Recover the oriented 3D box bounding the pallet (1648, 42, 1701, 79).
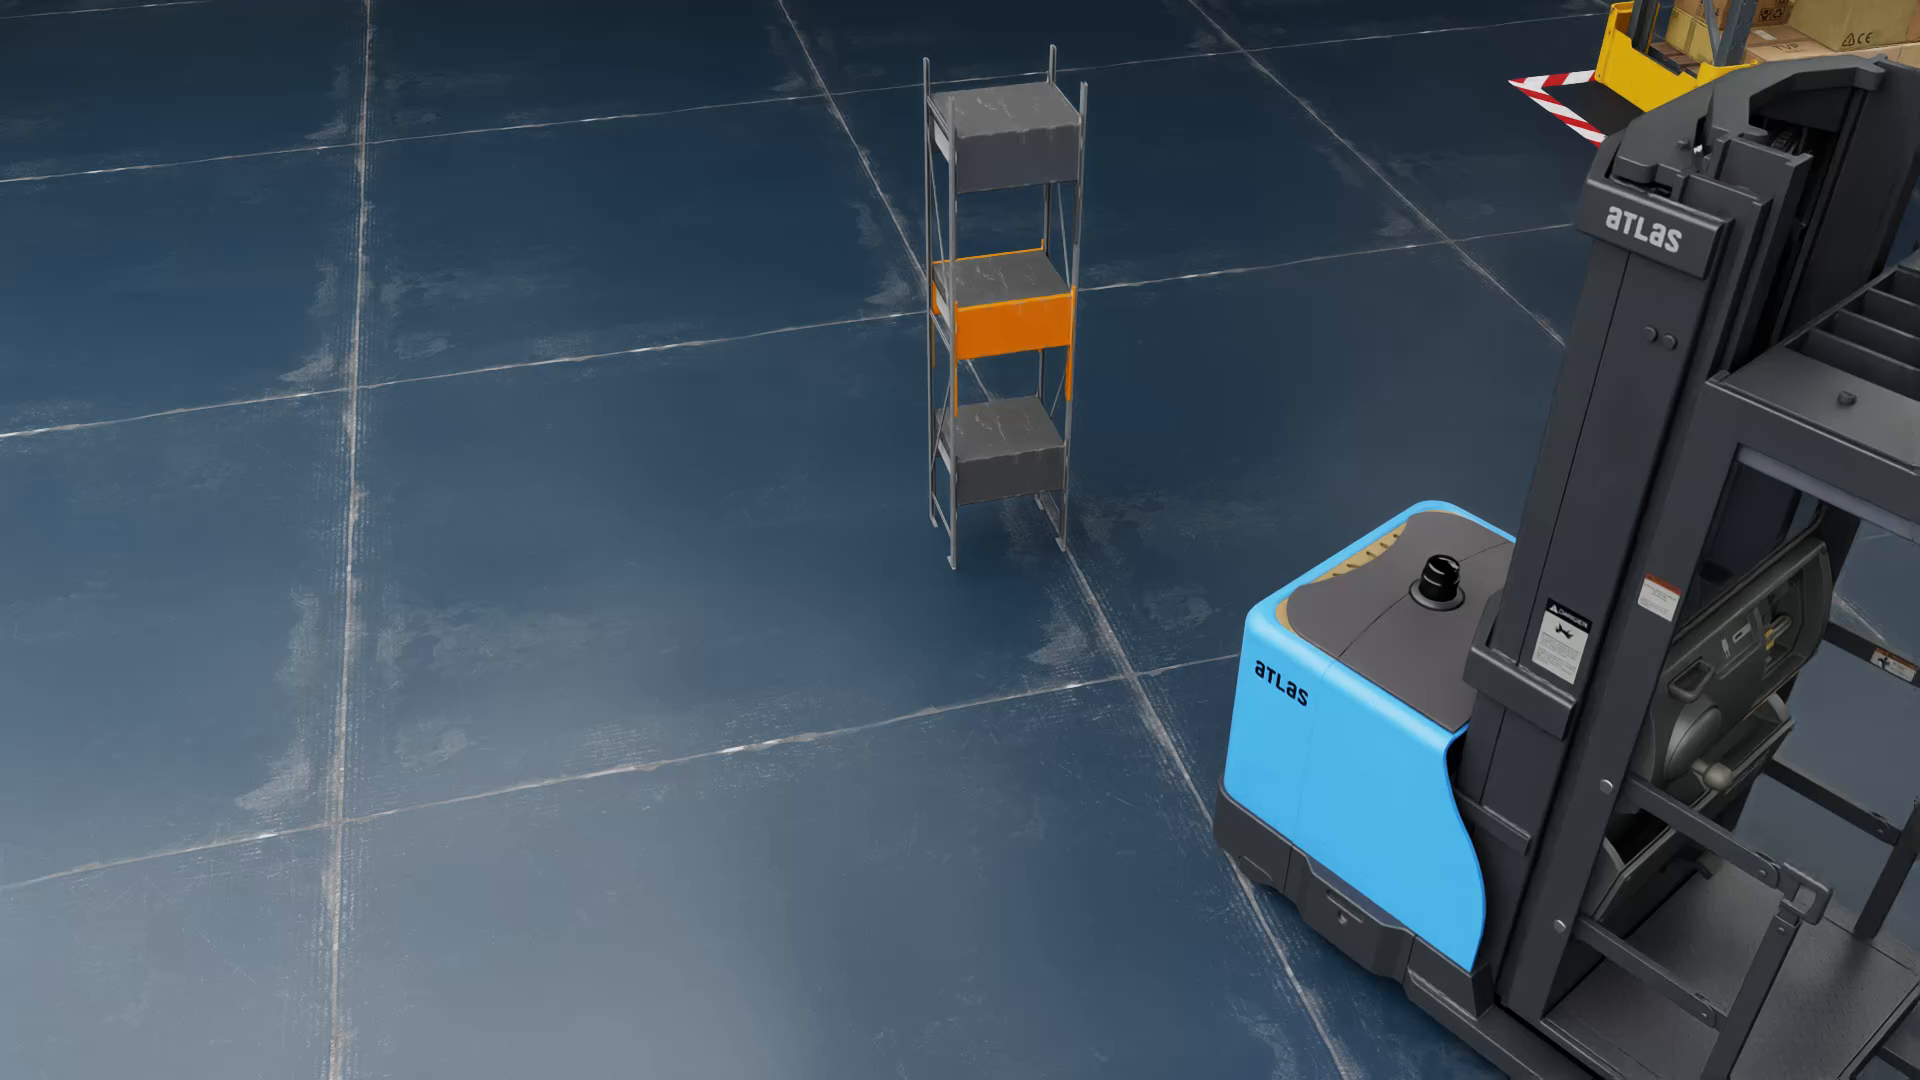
[{"bbox_3d":[5.394,-3.099,11.128,1.213,0.211,1.003,-9,38,-12],"label":"pallet"}]

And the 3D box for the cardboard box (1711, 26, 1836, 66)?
[{"bbox_3d":[5.242,-3.090,10.739,0.500,0.250,0.500,-9,38,-12],"label":"cardboard box"}]

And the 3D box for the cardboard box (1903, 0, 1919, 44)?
[{"bbox_3d":[6.204,-3.555,10.729,0.500,0.500,0.500,-9,38,-12],"label":"cardboard box"}]

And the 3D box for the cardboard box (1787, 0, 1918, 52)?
[{"bbox_3d":[5.724,-3.469,10.616,0.500,0.500,0.500,-9,38,-12],"label":"cardboard box"}]

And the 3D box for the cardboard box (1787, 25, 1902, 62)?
[{"bbox_3d":[5.724,-3.172,10.845,0.500,0.250,0.500,-9,38,-12],"label":"cardboard box"}]

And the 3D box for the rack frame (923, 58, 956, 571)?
[{"bbox_3d":[-0.076,-0.822,6.596,0.015,2.100,0.400,-9,38,-12],"label":"rack frame"}]

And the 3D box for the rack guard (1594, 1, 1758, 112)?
[{"bbox_3d":[4.643,-3.065,10.845,0.348,0.500,1.175,-9,38,-12],"label":"rack guard"}]

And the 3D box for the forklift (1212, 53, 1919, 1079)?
[{"bbox_3d":[2.224,0.396,4.320,1.130,2.935,3.031,-28,45,-31],"label":"forklift"}]

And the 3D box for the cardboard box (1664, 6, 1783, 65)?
[{"bbox_3d":[5.107,-3.394,11.136,0.500,0.250,0.500,-9,38,-12],"label":"cardboard box"}]

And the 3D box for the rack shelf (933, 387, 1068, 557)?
[{"bbox_3d":[0.160,-0.293,7.080,0.480,0.518,0.431,-9,38,-12],"label":"rack shelf"}]

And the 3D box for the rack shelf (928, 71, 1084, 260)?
[{"bbox_3d":[0.160,-1.405,6.229,0.480,0.518,0.431,-9,38,-12],"label":"rack shelf"}]

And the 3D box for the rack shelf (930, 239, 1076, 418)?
[{"bbox_3d":[0.160,-0.849,6.655,0.480,0.518,0.431,-9,38,-12],"label":"rack shelf"}]

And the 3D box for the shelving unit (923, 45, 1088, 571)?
[{"bbox_3d":[0.160,-0.860,6.646,0.503,2.100,0.431,-9,38,-12],"label":"shelving unit"}]

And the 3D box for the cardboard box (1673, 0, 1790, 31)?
[{"bbox_3d":[5.107,-3.693,10.910,0.500,0.500,0.500,-9,38,-12],"label":"cardboard box"}]

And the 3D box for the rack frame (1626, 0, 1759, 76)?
[{"bbox_3d":[4.666,-4.061,10.090,0.127,3.000,1.000,-9,38,-12],"label":"rack frame"}]

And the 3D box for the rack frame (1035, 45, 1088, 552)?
[{"bbox_3d":[0.395,-0.899,6.697,0.015,2.100,0.400,-9,38,-12],"label":"rack frame"}]

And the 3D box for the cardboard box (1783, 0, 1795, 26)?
[{"bbox_3d":[5.587,-3.480,11.248,0.500,0.250,0.500,-9,38,-12],"label":"cardboard box"}]

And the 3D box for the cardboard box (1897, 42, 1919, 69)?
[{"bbox_3d":[6.207,-3.251,10.948,0.500,0.250,0.500,-9,38,-12],"label":"cardboard box"}]
